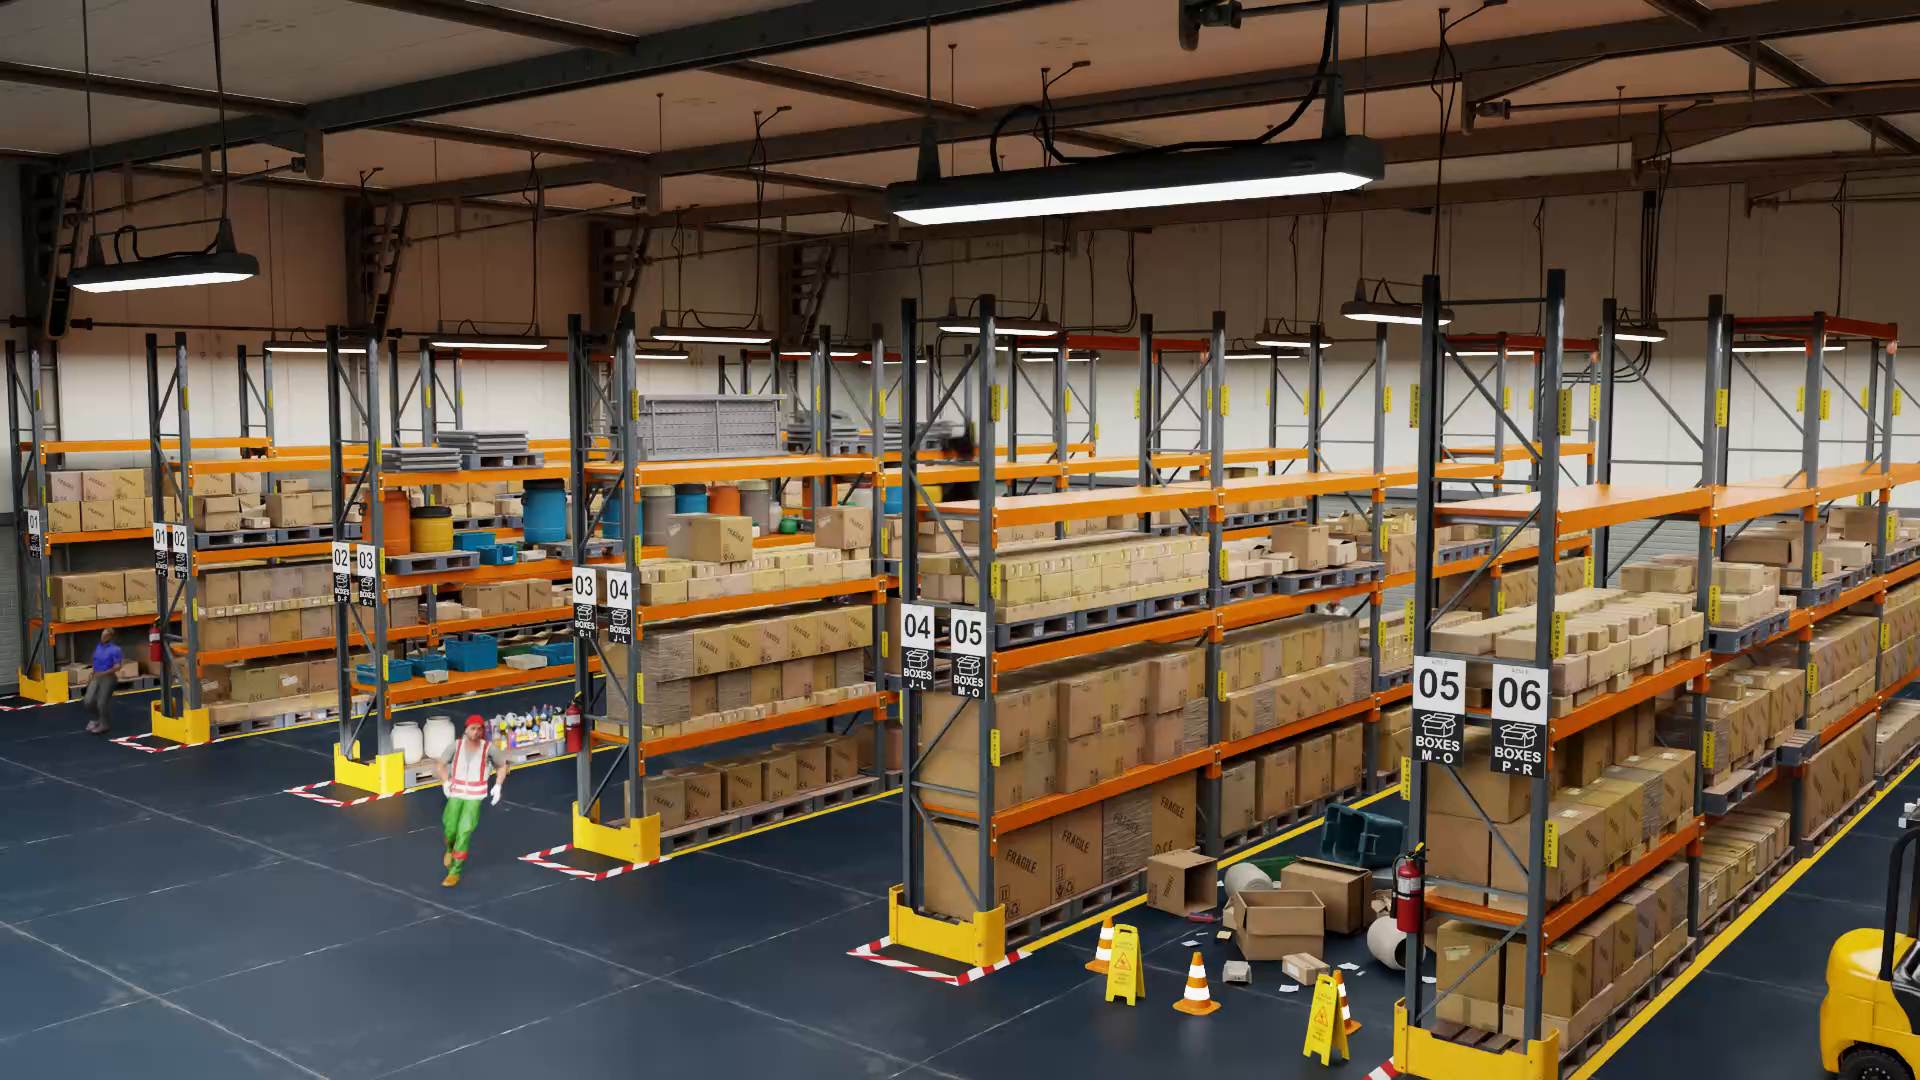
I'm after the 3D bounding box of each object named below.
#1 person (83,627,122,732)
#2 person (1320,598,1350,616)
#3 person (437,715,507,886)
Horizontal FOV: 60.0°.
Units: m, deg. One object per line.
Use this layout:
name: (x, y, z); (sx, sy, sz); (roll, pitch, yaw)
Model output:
person: (-12.896, 2.118, 24.982); (0.631, 1.589, 0.552); (1, 5, 8)
person: (6.408, 1.729, 28.442); (0.673, 1.779, 0.939); (4, 6, 36)
person: (-5.170, 2.710, 17.608); (0.723, 1.744, 0.803); (-1, 5, -8)
